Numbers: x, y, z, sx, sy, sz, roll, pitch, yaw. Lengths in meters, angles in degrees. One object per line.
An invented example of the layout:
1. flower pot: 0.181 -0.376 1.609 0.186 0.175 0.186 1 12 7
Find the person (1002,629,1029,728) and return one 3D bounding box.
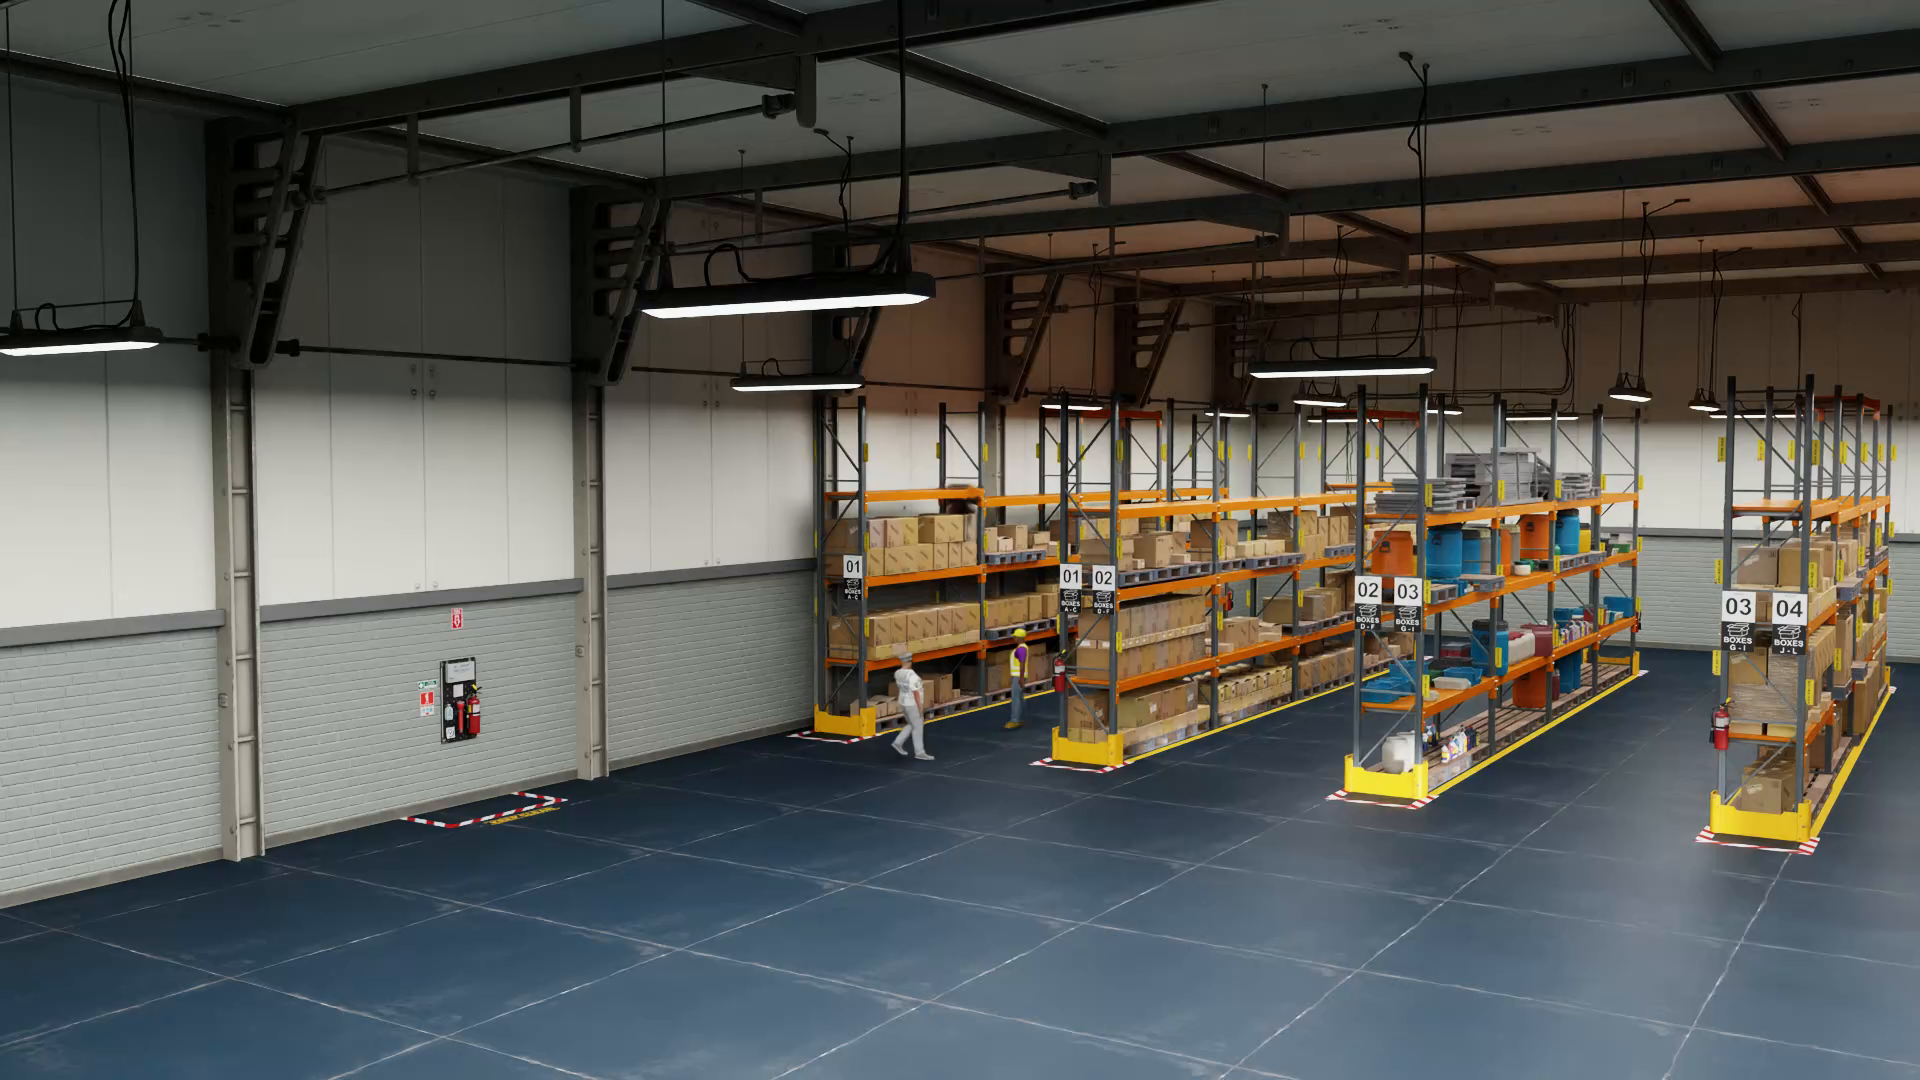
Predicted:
1. person: 1.022 2.519 30.421 0.463 1.775 0.677 0 3 5

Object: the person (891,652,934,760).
1. person: -0.763 2.716 27.242 0.572 1.760 0.617 -1 3 -25
